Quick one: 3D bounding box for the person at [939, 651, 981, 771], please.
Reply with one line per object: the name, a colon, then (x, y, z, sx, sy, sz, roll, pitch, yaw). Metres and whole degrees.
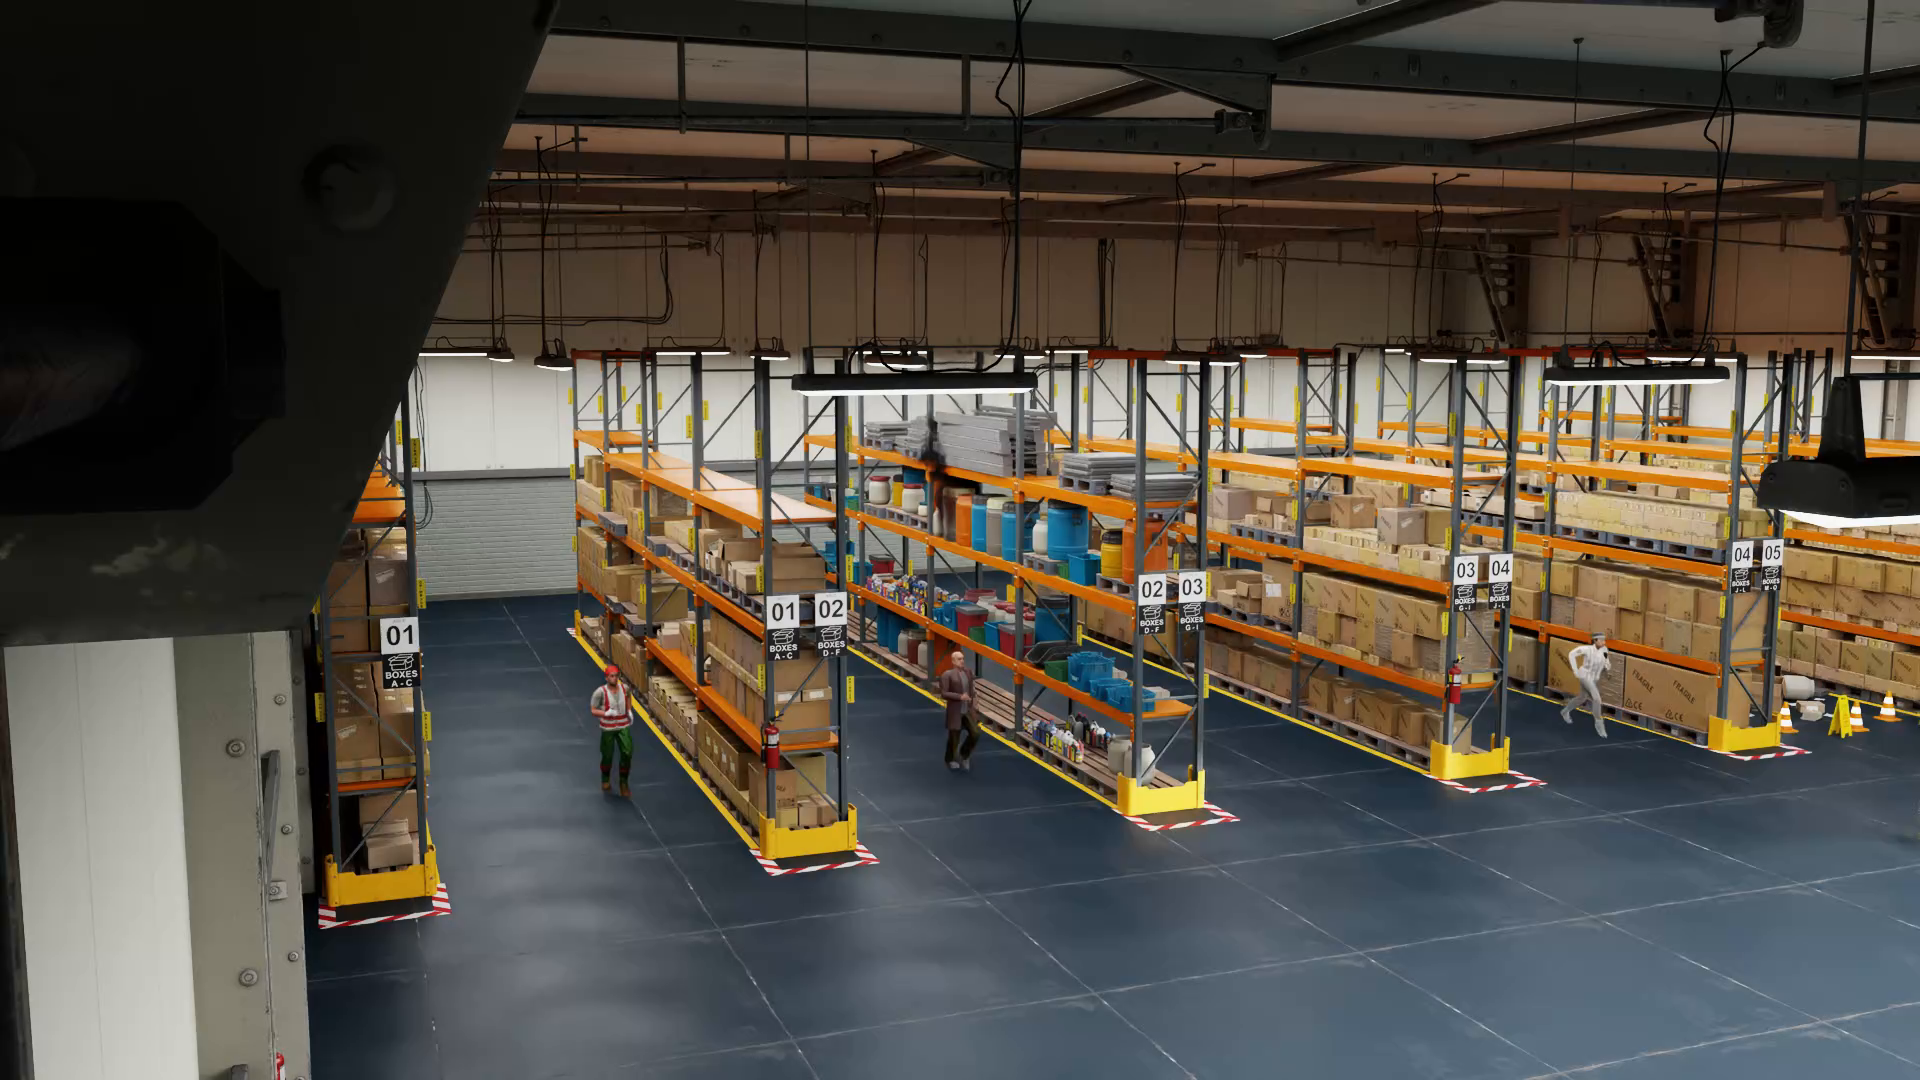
person: (0.014, 2.470, 23.978, 0.680, 1.747, 0.734, -4, 8, -30)

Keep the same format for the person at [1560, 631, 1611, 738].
person: (9.968, 2.238, 26.447, 0.613, 1.693, 0.964, -4, 8, -29)

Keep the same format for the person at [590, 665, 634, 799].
person: (-4.740, 2.623, 22.760, 0.664, 1.852, 0.777, -4, 8, -28)
